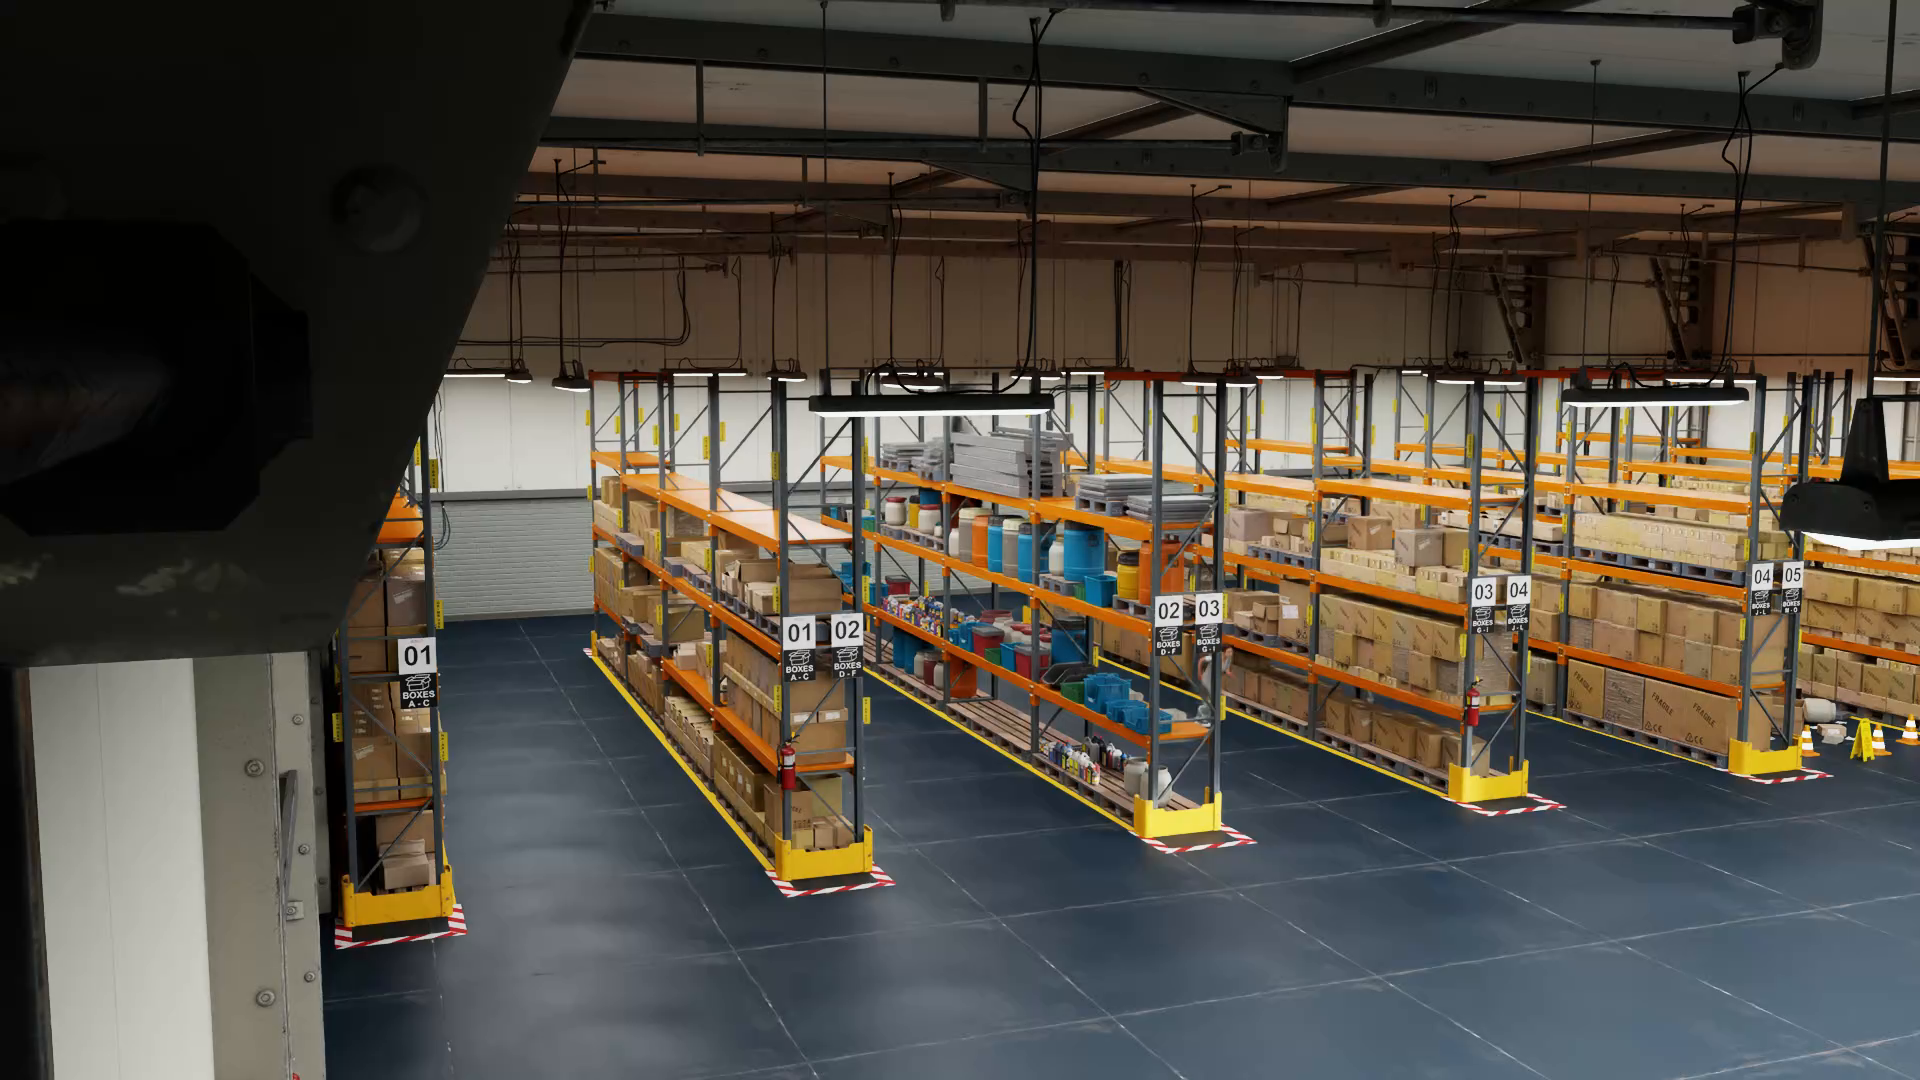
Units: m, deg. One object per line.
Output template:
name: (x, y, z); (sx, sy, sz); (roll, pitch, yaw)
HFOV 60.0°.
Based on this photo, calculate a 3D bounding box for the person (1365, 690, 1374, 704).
person: (7.310, 2.144, 30.050); (0.664, 1.743, 0.782); (-3, 7, -24)

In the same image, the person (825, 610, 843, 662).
person: (-2.483, 1.909, 32.228); (0.602, 1.668, 0.793); (-2, 7, -15)

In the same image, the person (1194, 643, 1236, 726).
person: (4.283, 2.456, 28.088); (0.592, 1.500, 0.821); (-6, 9, -43)
